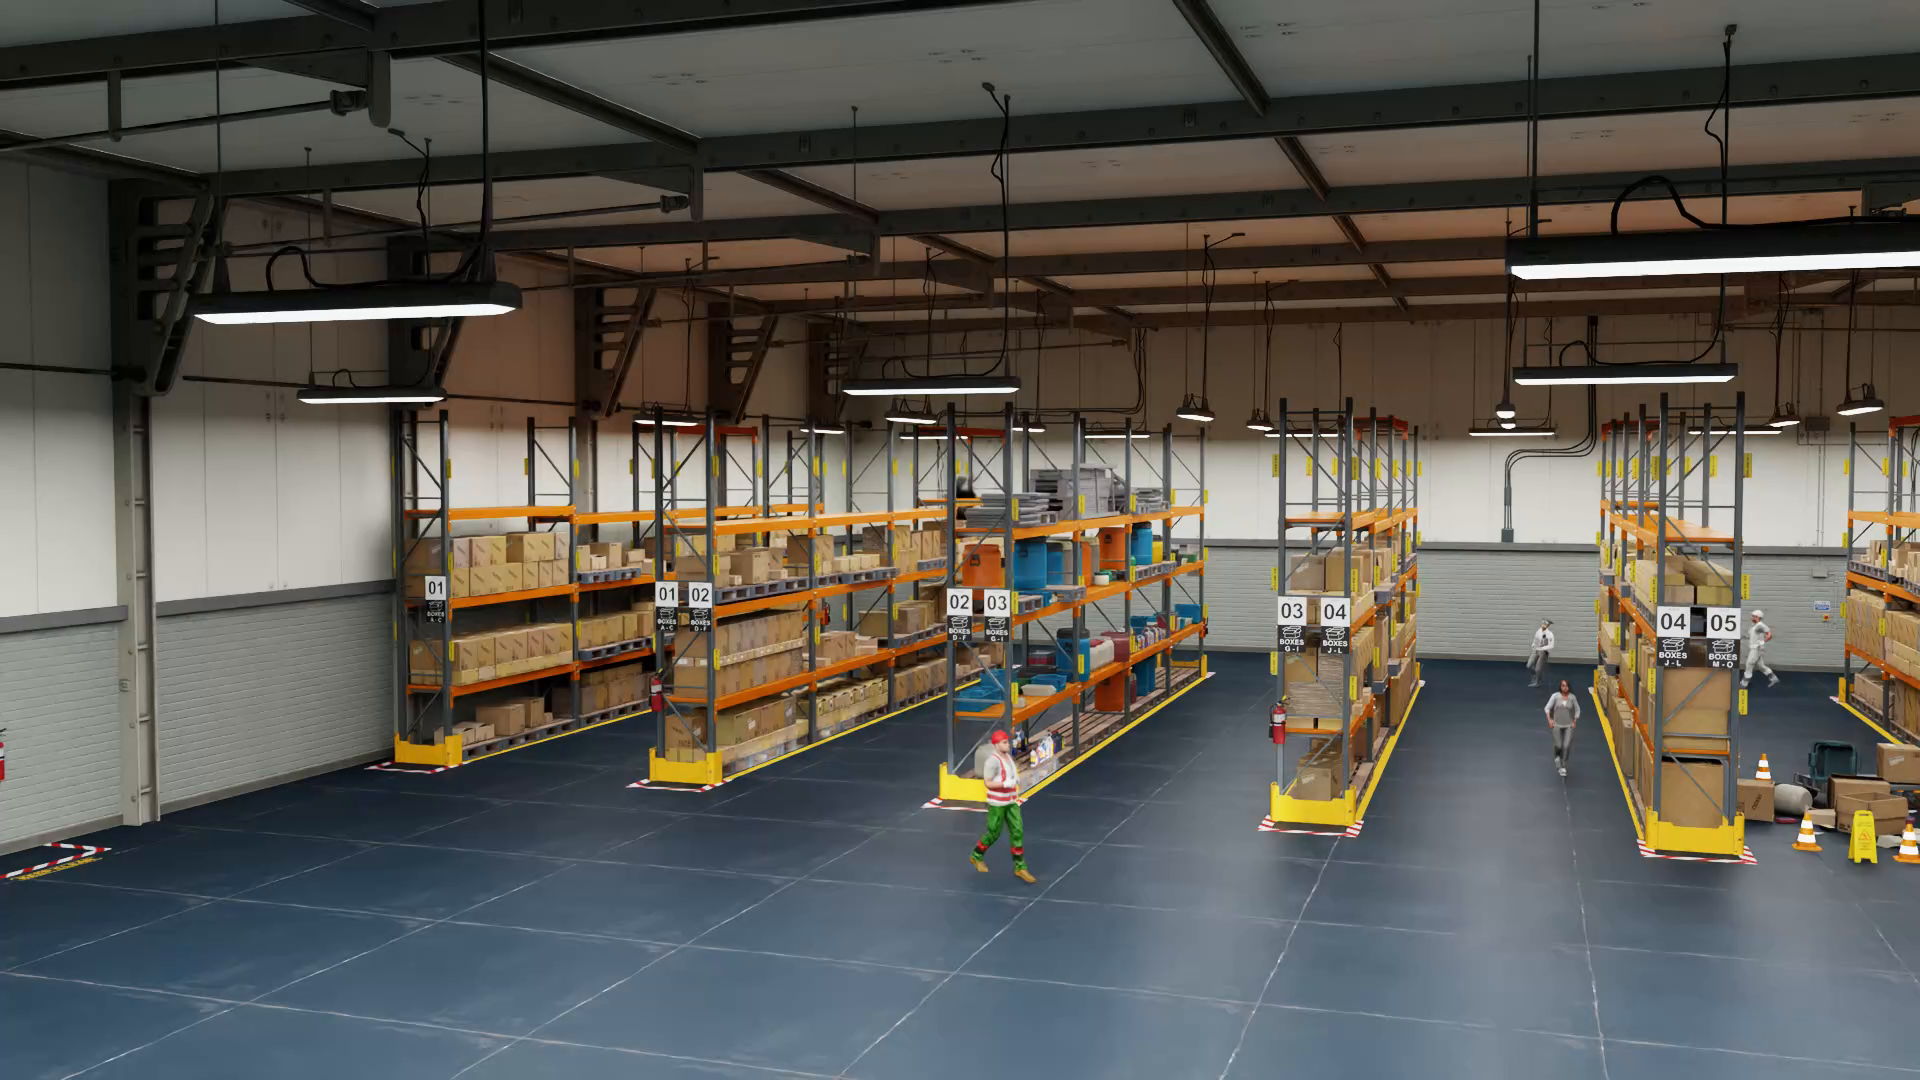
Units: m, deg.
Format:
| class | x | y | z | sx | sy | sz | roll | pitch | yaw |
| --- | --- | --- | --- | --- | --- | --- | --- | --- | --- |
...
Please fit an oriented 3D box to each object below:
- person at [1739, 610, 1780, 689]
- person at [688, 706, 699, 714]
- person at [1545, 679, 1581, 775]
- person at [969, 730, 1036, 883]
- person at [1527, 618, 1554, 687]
| class | x | y | z | sx | sy | sz | roll | pitch | yaw |
| --- | --- | --- | --- | --- | --- | --- | --- | --- | --- |
| person | 17.913 | 2.470 | 37.402 | 0.987 | 1.783 | 0.667 | 1 | 3 | 18 |
| person | -4.699 | 2.907 | 30.038 | 0.597 | 1.634 | 0.754 | 0 | 2 | 10 |
| person | 9.889 | 3.059 | 27.281 | 0.553 | 1.565 | 0.504 | 1 | 3 | 17 |
| person | 0.502 | 3.213 | 20.189 | 0.920 | 1.809 | 0.648 | 2 | 3 | 40 |
| person | 13.245 | 2.569 | 37.874 | 0.647 | 1.616 | 0.579 | 2 | 3 | 41 |
